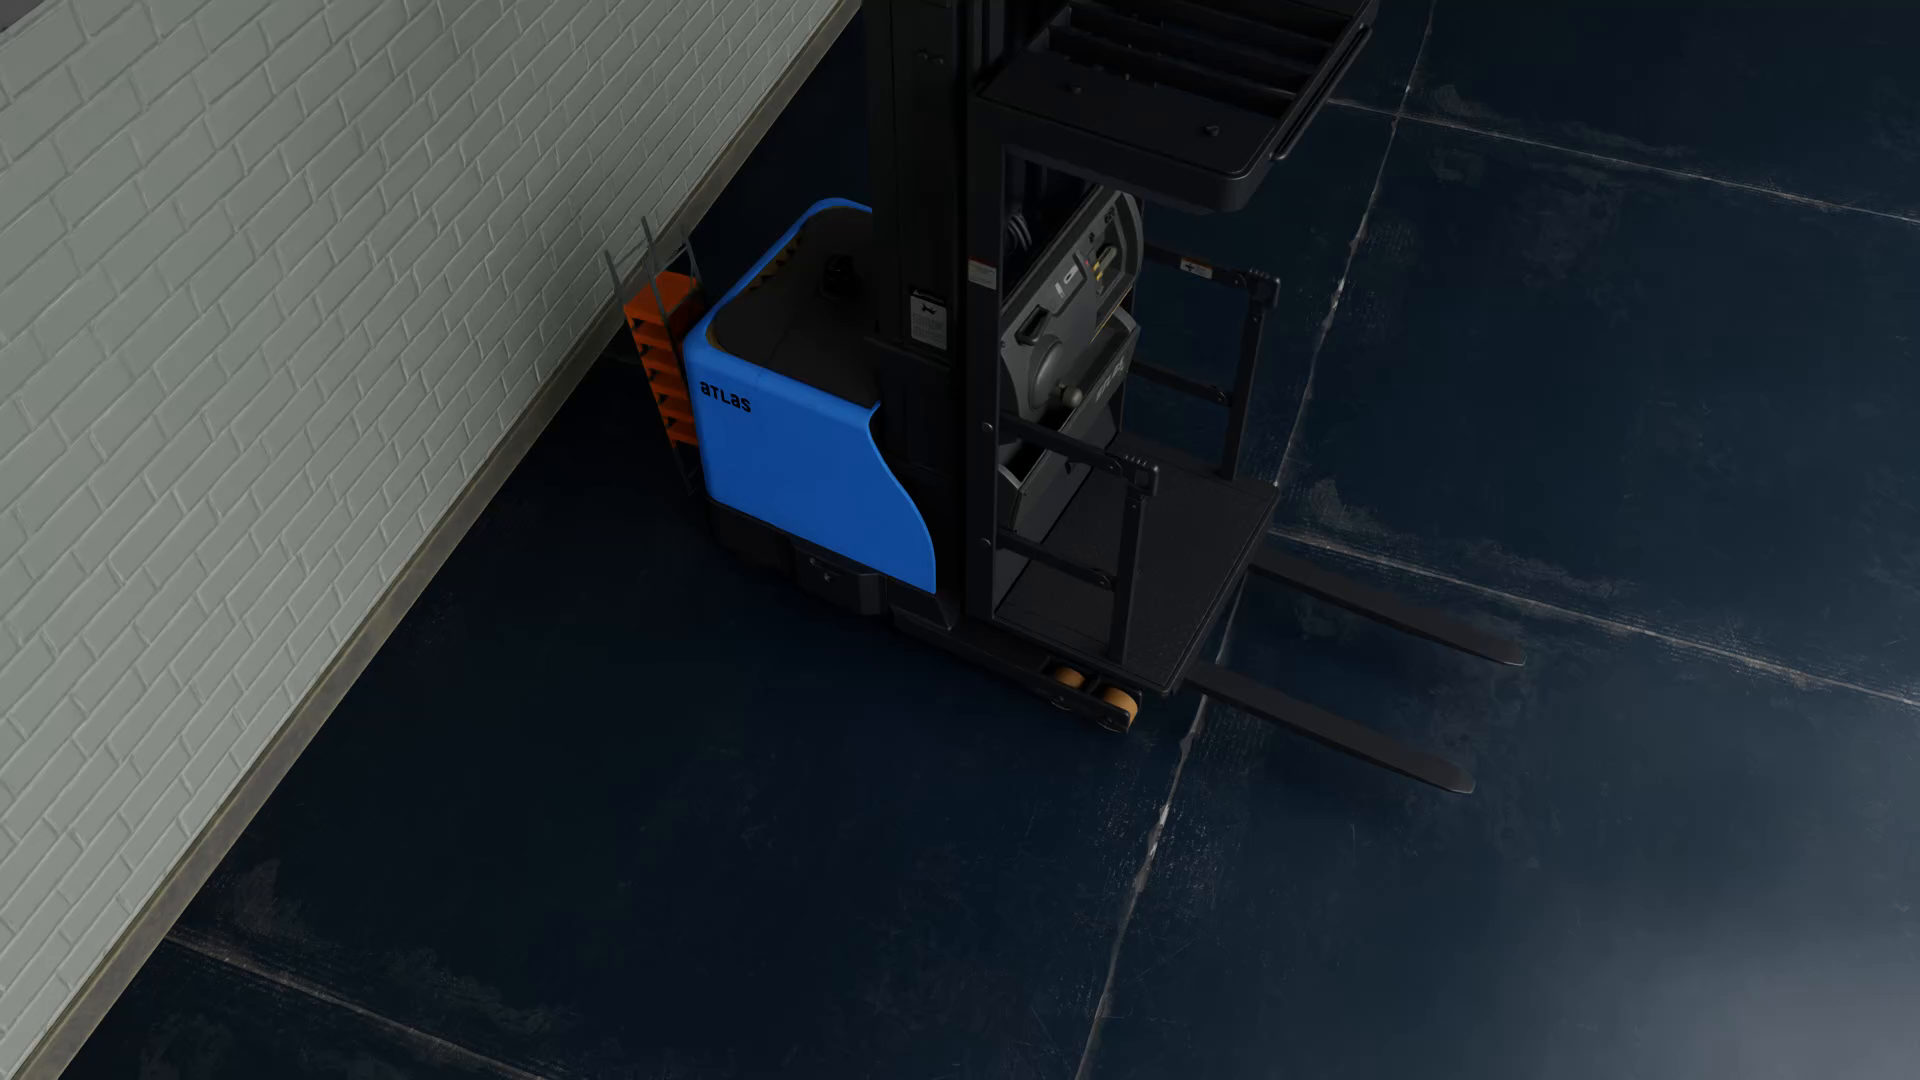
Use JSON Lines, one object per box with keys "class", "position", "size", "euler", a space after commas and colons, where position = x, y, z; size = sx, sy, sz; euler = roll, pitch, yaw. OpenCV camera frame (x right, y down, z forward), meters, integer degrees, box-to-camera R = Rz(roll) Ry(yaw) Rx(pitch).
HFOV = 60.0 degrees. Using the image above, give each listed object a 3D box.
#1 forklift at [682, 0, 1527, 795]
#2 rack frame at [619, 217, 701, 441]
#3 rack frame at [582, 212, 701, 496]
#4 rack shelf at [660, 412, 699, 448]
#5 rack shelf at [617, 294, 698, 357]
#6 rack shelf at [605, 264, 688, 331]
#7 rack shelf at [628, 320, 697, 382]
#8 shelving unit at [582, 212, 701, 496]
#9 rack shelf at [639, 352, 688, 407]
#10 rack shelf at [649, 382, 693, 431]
{"class": "forklift", "position": [0.549, -0.732, 5.311], "size": [3.031, 2.935, 1.130], "euler": [23, 53, 18]}
{"class": "rack frame", "position": [-1.017, -0.658, 6.356], "size": [0.006, 1.200, 0.240], "euler": [13, 49, 30]}
{"class": "rack frame", "position": [-1.170, -0.695, 6.448], "size": [0.006, 1.200, 0.240], "euler": [13, 49, 30]}
{"class": "rack shelf", "position": [-1.032, -0.469, 6.587], "size": [0.180, 0.103, 0.258], "euler": [13, 49, 30]}
{"class": "rack shelf", "position": [-1.136, -0.819, 6.274], "size": [0.180, 0.103, 0.258], "euler": [13, 49, 30]}
{"class": "rack shelf", "position": [-1.162, -0.906, 6.196], "size": [0.180, 0.103, 0.258], "euler": [13, 49, 30]}
{"class": "rack shelf", "position": [-1.110, -0.731, 6.352], "size": [0.180, 0.103, 0.258], "euler": [13, 49, 30]}
{"class": "shelving unit", "position": [-1.094, -0.676, 6.402], "size": [0.189, 1.200, 0.258], "euler": [13, 49, 30]}
{"class": "rack shelf", "position": [-1.084, -0.644, 6.431], "size": [0.180, 0.103, 0.258], "euler": [13, 49, 30]}
{"class": "rack shelf", "position": [-1.058, -0.557, 6.509], "size": [0.180, 0.103, 0.258], "euler": [13, 49, 30]}
